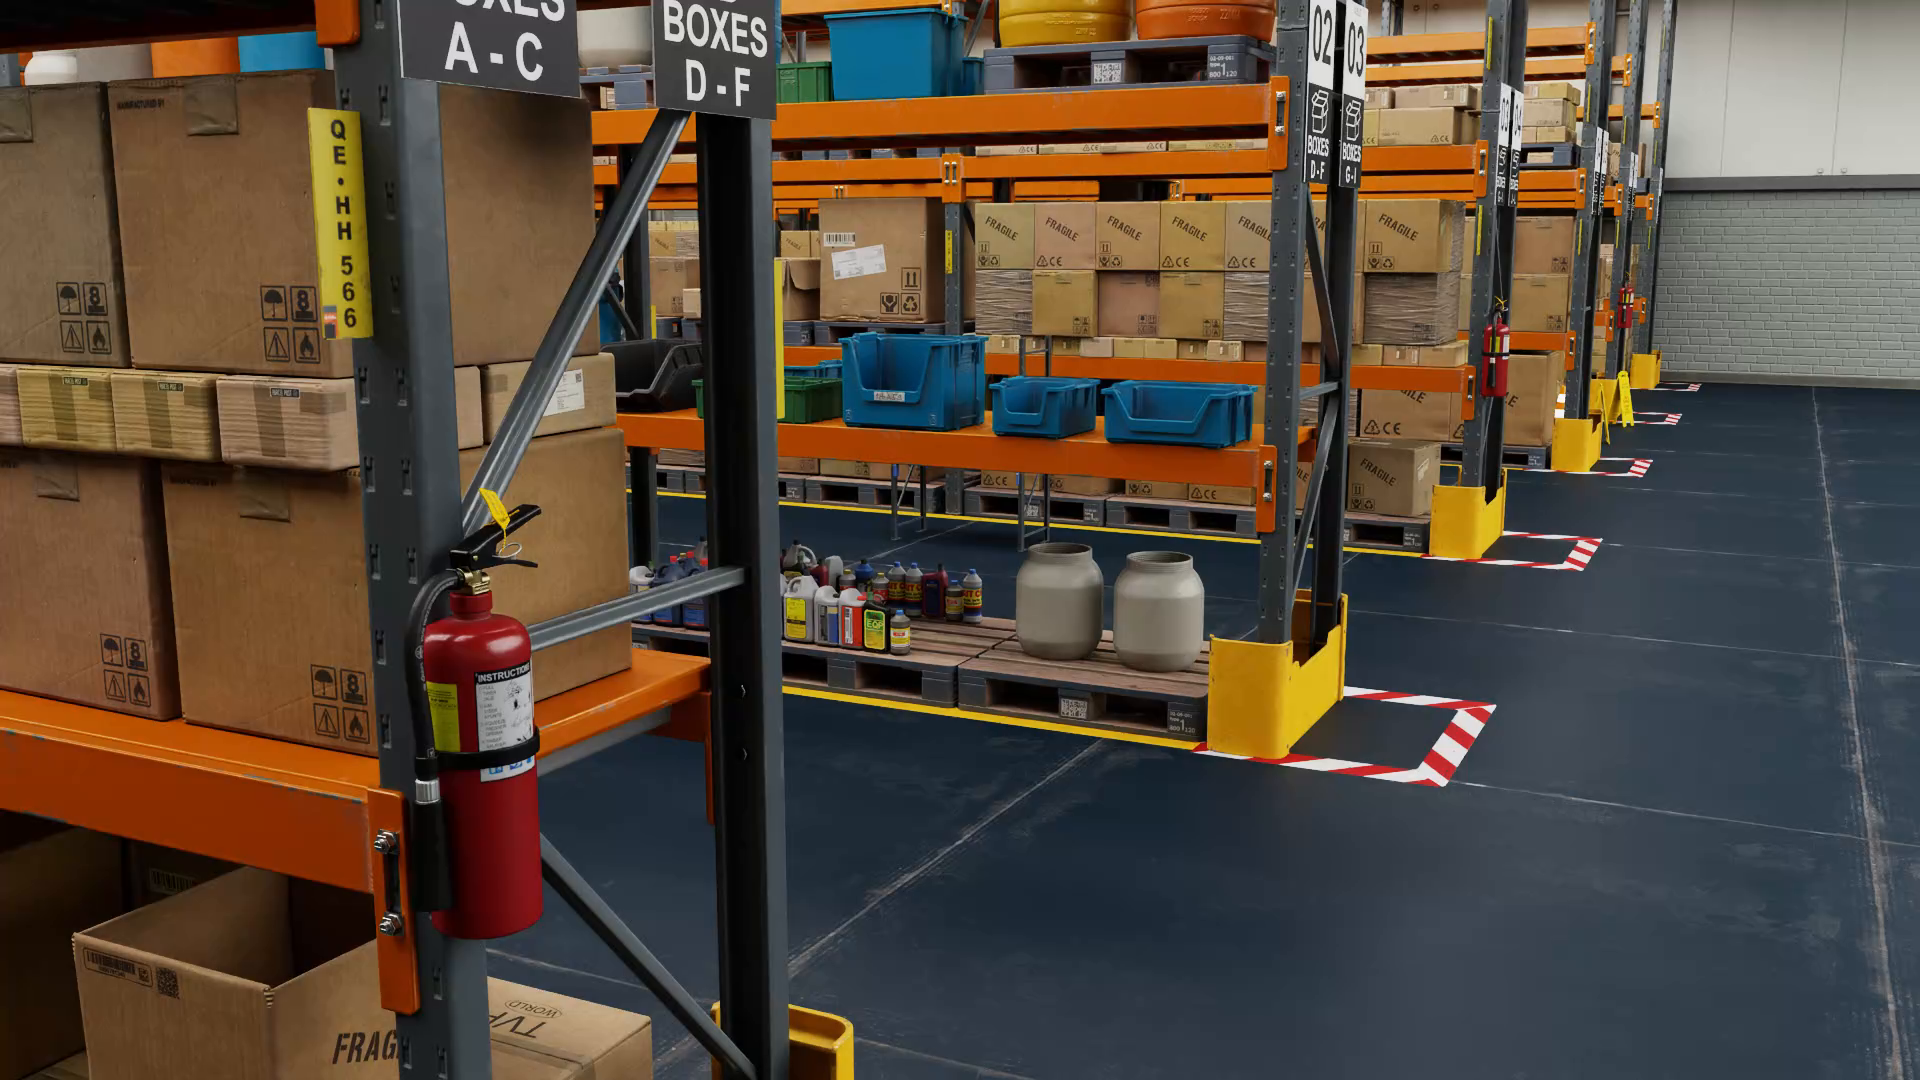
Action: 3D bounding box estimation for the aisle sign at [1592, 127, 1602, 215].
[{"bbox_3d":[5.960,-3.448,15.557,0.004,0.787,0.394,5,11,26],"label":"aisle sign"}]

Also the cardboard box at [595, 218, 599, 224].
[{"bbox_3d":[-5.029,-3.929,21.596,0.500,0.500,0.500,5,12,27],"label":"cardboard box"}]

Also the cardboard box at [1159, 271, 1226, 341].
[{"bbox_3d":[1.889,-1.789,12.575,0.500,0.500,0.875,5,11,26],"label":"cardboard box"}]

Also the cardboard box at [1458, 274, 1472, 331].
[{"bbox_3d":[5.173,-2.357,16.412,0.550,0.550,0.875,5,11,26],"label":"cardboard box"}]

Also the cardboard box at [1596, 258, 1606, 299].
[{"bbox_3d":[7.827,-3.298,20.912,0.500,0.500,0.500,5,11,25],"label":"cardboard box"}]

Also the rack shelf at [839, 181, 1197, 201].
[{"bbox_3d":[0.648,-3.817,18.493,4.000,0.370,1.077,5,11,26],"label":"rack shelf"}]

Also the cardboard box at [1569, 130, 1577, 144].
[{"bbox_3d":[5.864,-3.908,16.225,0.250,0.149,0.380,5,11,26],"label":"cardboard box"}]

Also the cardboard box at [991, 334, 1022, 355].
[{"bbox_3d":[0.435,-1.542,13.035,0.250,0.149,0.380,5,11,26],"label":"cardboard box"}]

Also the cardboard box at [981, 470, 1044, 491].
[{"bbox_3d":[0.498,-0.692,13.468,0.500,0.500,0.500,5,11,24],"label":"cardboard box"}]

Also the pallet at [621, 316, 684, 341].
[{"bbox_3d":[-2.744,-1.934,15.035,1.003,0.211,1.213,5,11,26],"label":"pallet"}]

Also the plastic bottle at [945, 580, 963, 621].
[{"bbox_3d":[-0.029,0.313,8.700,0.097,0.201,0.097,0,10,0],"label":"plastic bottle"}]

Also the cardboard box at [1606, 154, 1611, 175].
[{"bbox_3d":[7.796,-4.651,20.670,0.500,0.250,0.500,5,11,25],"label":"cardboard box"}]

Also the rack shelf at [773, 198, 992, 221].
[{"bbox_3d":[-0.839,-4.930,24.647,4.000,0.370,1.077,5,11,26],"label":"rack shelf"}]

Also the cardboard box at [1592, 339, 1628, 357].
[{"bbox_3d":[9.747,-2.901,24.977,0.500,0.250,0.500,5,11,25],"label":"cardboard box"}]

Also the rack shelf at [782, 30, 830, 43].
[{"bbox_3d":[-2.233,-9.150,30.207,4.000,0.370,1.077,5,11,26],"label":"rack shelf"}]

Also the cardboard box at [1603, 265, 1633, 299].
[{"bbox_3d":[9.764,-3.859,24.851,0.500,0.500,0.500,5,11,25],"label":"cardboard box"}]

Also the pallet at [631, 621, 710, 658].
[{"bbox_3d":[-1.451,0.470,9.041,1.213,0.211,1.003,5,11,26],"label":"pallet"}]

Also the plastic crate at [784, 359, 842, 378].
[{"bbox_3d":[-0.922,-0.845,8.893,0.616,0.251,0.499,5,11,26],"label":"plastic crate"}]

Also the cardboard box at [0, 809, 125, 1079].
[{"bbox_3d":[-2.159,0.850,3.545,0.500,0.500,0.500,5,11,26],"label":"cardboard box"}]

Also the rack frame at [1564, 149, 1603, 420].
[{"bbox_3d":[6.029,-2.222,16.084,0.127,3.000,1.000,5,11,26],"label":"rack frame"}]

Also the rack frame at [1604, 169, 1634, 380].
[{"bbox_3d":[8.129,-3.020,20.496,0.127,3.000,1.000,5,11,26],"label":"rack frame"}]

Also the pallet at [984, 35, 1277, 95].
[{"bbox_3d":[0.854,-2.110,7.576,1.213,0.211,1.003,5,11,26],"label":"pallet"}]

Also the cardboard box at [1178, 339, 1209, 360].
[{"bbox_3d":[1.812,-1.436,12.446,0.250,0.149,0.380,5,11,26],"label":"cardboard box"}]

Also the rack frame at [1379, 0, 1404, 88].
[{"bbox_3d":[6.735,-7.081,26.085,0.127,3.000,1.000,5,11,26],"label":"rack frame"}]

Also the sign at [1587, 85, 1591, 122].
[{"bbox_3d":[5.777,-4.009,15.272,0.005,0.325,0.100,5,11,26],"label":"sign"}]

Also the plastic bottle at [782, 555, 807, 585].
[{"bbox_3d":[-0.890,0.222,8.973,0.133,0.283,0.061,5,11,26],"label":"plastic bottle"}]

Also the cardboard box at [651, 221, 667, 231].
[{"bbox_3d":[-4.652,-4.940,26.195,0.250,0.149,0.380,5,11,24],"label":"cardboard box"}]

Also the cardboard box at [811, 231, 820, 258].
[{"bbox_3d":[-1.897,-4.391,24.980,0.500,0.500,0.500,5,11,25],"label":"cardboard box"}]

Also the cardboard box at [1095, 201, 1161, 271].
[{"bbox_3d":[1.345,-2.286,12.513,0.500,0.500,0.500,5,11,26],"label":"cardboard box"}]

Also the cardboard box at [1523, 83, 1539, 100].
[{"bbox_3d":[5.354,-4.215,15.679,0.250,0.149,0.380,5,11,26],"label":"cardboard box"}]

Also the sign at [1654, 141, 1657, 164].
[{"bbox_3d":[10.069,-5.601,24.066,0.005,0.325,0.100,5,11,26],"label":"sign"}]

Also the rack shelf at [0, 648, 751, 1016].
[{"bbox_3d":[-2.436,0.341,3.946,4.000,0.370,1.077,5,11,26],"label":"rack shelf"}]

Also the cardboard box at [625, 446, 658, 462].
[{"bbox_3d":[-2.821,-1.005,15.143,0.500,0.500,0.700,4,11,23],"label":"cardboard box"}]

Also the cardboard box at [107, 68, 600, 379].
[{"bbox_3d":[-1.103,-0.586,3.124,0.500,0.500,0.700,5,11,26],"label":"cardboard box"}]

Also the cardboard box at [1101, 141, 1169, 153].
[{"bbox_3d":[1.365,-2.997,12.365,0.500,0.250,0.500,5,11,24],"label":"cardboard box"}]

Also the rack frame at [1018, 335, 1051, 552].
[{"bbox_3d":[0.532,-0.691,11.838,0.032,1.500,0.500,5,11,26],"label":"rack frame"}]

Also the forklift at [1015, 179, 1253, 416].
[{"bbox_3d":[1.036,-1.948,14.761,3.031,2.935,1.130,5,11,25],"label":"forklift"}]

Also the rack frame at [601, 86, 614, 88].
[{"bbox_3d":[-2.035,-3.914,8.588,0.127,3.000,1.000,5,11,26],"label":"rack frame"}]

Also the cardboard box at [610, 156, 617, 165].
[{"bbox_3d":[-2.661,-3.352,14.327,0.500,0.250,0.500,5,12,27],"label":"cardboard box"}]

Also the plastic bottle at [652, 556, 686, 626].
[{"bbox_3d":[-1.495,0.255,8.601,0.185,0.351,0.144,5,12,27],"label":"plastic bottle"}]

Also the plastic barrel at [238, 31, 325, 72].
[{"bbox_3d":[-3.760,-2.793,9.409,0.708,0.901,0.600,5,11,26],"label":"plastic barrel"}]

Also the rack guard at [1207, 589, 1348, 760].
[{"bbox_3d":[1.463,0.585,7.594,0.348,0.500,1.175,5,11,26],"label":"rack guard"}]

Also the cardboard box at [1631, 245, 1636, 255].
[{"bbox_3d":[9.907,-4.323,24.755,0.250,0.149,0.380,5,11,26],"label":"cardboard box"}]

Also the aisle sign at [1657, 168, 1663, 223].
[{"bbox_3d":[10.251,-5.041,24.358,0.004,0.787,0.394,5,11,26],"label":"aisle sign"}]

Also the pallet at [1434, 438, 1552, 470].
[{"bbox_3d":[5.277,-0.900,16.611,1.213,0.211,1.003,5,11,26],"label":"pallet"}]

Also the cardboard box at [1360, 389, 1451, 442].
[{"bbox_3d":[4.602,-1.495,16.854,0.875,0.875,0.875,5,11,25],"label":"cardboard box"}]

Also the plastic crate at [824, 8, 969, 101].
[{"bbox_3d":[-0.291,-2.217,7.679,0.575,0.384,0.392,5,11,26],"label":"plastic crate"}]

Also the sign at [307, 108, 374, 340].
[{"bbox_3d":[-0.895,-0.457,2.414,0.005,0.325,0.100,5,11,26],"label":"sign"}]

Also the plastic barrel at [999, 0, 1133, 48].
[{"bbox_3d":[0.474,-2.491,7.443,0.600,0.588,0.600,0,10,0],"label":"plastic barrel"}]

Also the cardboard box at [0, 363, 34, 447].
[{"bbox_3d":[-1.759,-0.285,3.278,0.250,0.149,0.380,5,11,27],"label":"cardboard box"}]

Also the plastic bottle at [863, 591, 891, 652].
[{"bbox_3d":[-0.401,0.393,8.030,0.133,0.283,0.061,5,12,27],"label":"plastic bottle"}]

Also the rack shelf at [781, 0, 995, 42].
[{"bbox_3d":[-1.637,-4.312,13.929,4.000,0.370,1.077,5,11,26],"label":"rack shelf"}]

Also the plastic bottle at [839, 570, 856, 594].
[{"bbox_3d":[-0.606,0.262,8.980,0.097,0.201,0.097,0,10,0],"label":"plastic bottle"}]

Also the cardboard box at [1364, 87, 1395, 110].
[{"bbox_3d":[2.881,-3.051,11.546,0.250,0.149,0.380,4,11,23],"label":"cardboard box"}]

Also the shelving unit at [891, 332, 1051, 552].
[{"bbox_3d":[0.077,-0.731,12.060,1.048,1.500,0.538,5,11,26],"label":"shelving unit"}]

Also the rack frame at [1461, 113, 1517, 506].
[{"bbox_3d":[3.744,-1.438,11.751,0.127,3.000,1.000,5,11,26],"label":"rack frame"}]

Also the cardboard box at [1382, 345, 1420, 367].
[{"bbox_3d":[3.173,-1.323,11.825,0.250,0.149,0.380,5,11,26],"label":"cardboard box"}]
